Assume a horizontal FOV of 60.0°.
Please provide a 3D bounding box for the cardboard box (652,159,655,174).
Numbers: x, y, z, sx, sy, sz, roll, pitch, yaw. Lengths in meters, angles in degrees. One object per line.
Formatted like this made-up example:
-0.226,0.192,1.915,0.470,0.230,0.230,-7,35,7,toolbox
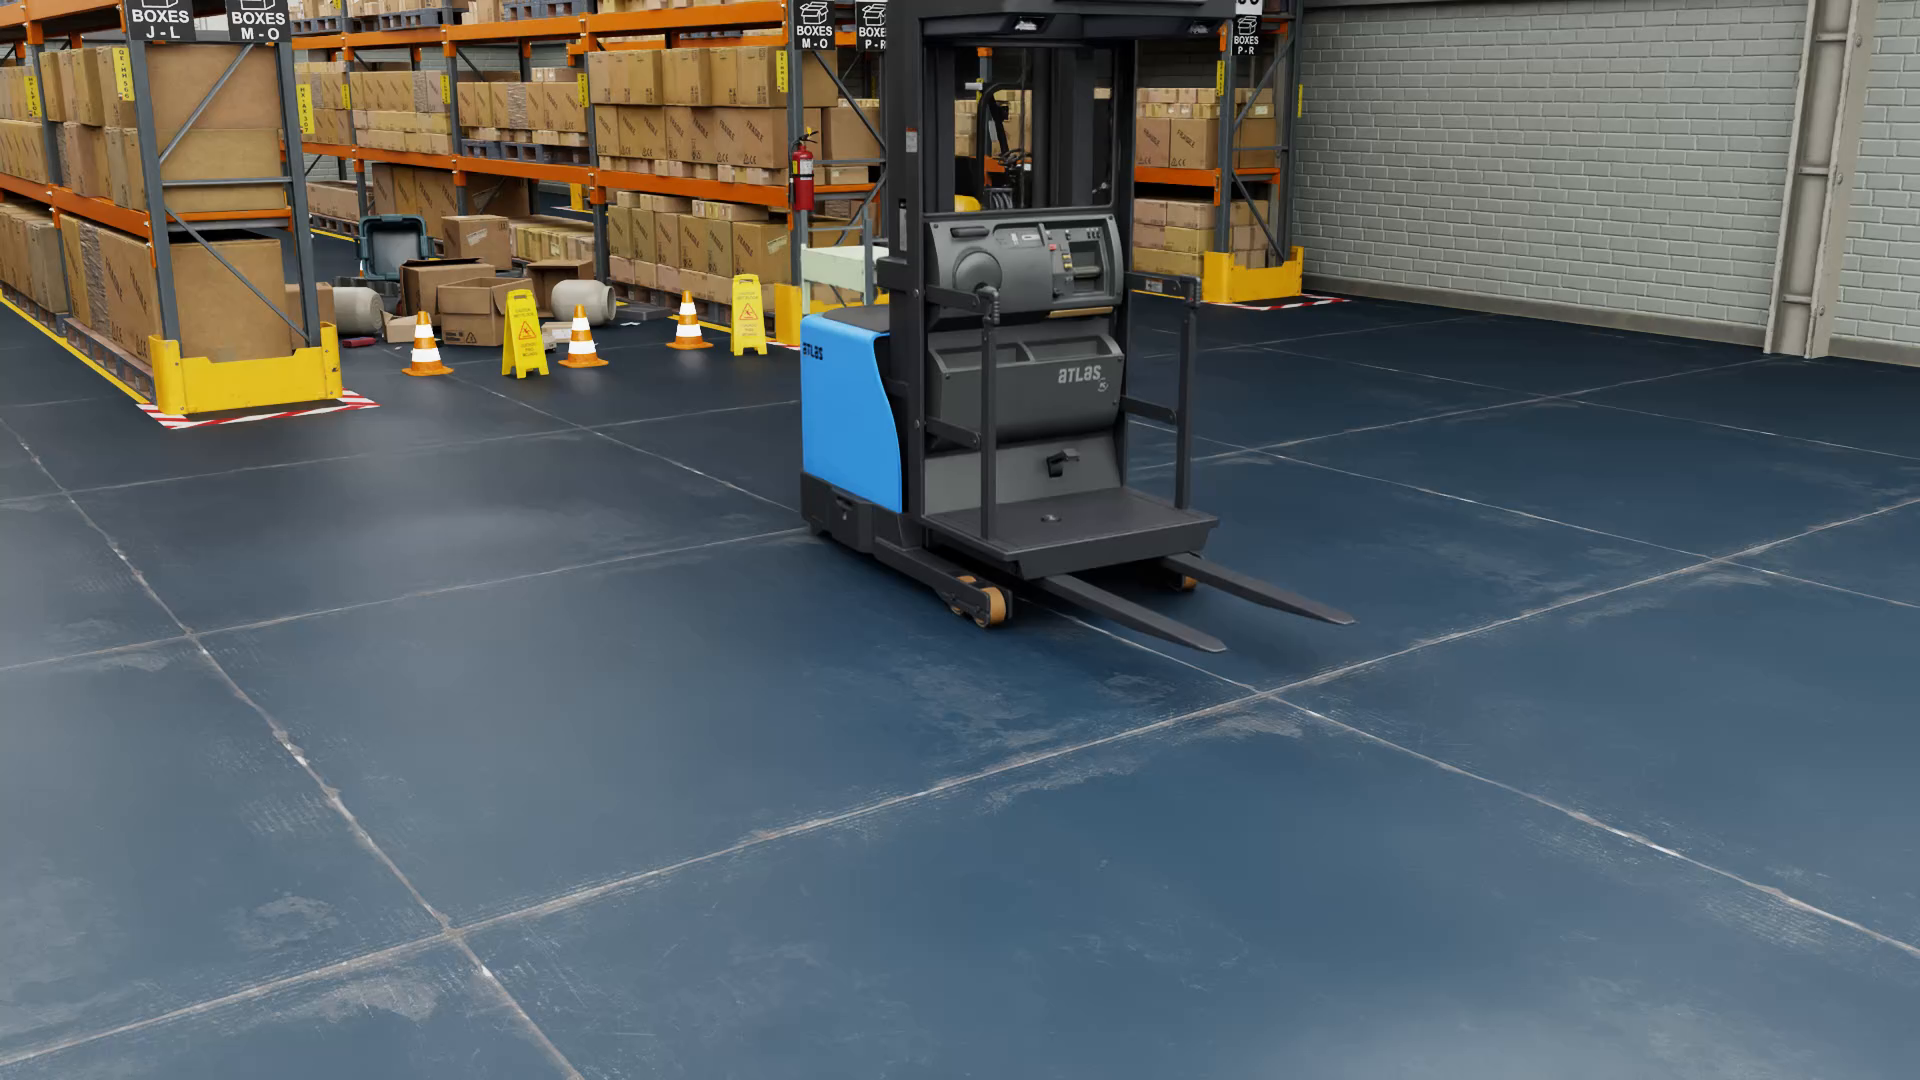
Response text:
-2.746,-3.605,16.042,0.380,0.149,0.250,-11,19,-35,cardboard box

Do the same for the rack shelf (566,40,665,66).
-5.210,-8.058,27.516,1.077,0.370,4.000,-11,19,-35,rack shelf

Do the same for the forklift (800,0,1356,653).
0.401,-1.196,6.895,1.130,2.935,3.031,-9,18,-30,forklift

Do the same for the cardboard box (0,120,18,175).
-8.996,-3.810,16.126,0.500,0.500,0.500,-11,19,-35,cardboard box

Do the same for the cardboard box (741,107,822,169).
-1.533,-3.462,14.291,0.500,0.500,0.500,-11,19,-36,cardboard box

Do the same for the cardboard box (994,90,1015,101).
0.617,-5.213,19.460,0.380,0.149,0.250,-10,18,-33,cardboard box

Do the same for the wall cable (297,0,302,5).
-13.361,-10.795,30.470,2.355,3.000,0.029,-11,19,-35,wall cable

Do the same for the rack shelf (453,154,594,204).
-4.519,-4.132,18.852,1.077,0.370,4.000,-11,19,-35,rack shelf

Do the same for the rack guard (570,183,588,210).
-6.341,-6.163,29.648,1.175,0.500,0.348,-11,19,-35,rack guard

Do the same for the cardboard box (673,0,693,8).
-2.366,-4.877,15.006,0.380,0.149,0.250,-11,19,-35,cardboard box

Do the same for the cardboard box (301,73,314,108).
-9.434,-6.673,24.693,0.500,0.500,0.500,-11,19,-34,cardboard box

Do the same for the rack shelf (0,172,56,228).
-8.463,-3.342,15.966,1.077,0.370,4.000,-11,19,-35,rack shelf

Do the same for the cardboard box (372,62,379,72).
-8.186,-6.763,23.792,0.380,0.149,0.250,-11,19,-34,cardboard box

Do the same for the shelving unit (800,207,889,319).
-0.478,-0.952,8.715,0.431,1.500,0.755,-9,18,-30,shelving unit

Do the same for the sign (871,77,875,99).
-1.235,-6.322,23.300,0.100,0.325,0.005,-11,19,-35,sign

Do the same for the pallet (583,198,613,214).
-5.871,-5.854,29.064,1.003,0.211,1.213,-11,19,-35,pallet

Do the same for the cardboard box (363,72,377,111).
-7.699,-6.047,22.406,0.500,0.500,0.500,-11,19,-35,cardboard box

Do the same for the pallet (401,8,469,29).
-6.116,-6.391,20.419,1.213,0.211,1.003,-10,18,-32,pallet

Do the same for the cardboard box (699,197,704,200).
-3.931,-5.390,26.026,0.500,0.500,0.500,-10,18,-32,cardboard box

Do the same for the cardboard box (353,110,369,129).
-8.016,-5.791,22.889,0.500,0.250,0.500,-12,19,-36,cardboard box

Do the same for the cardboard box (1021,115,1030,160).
1.039,-4.627,19.110,0.500,0.500,0.500,-10,18,-34,cardboard box

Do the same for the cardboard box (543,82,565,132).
-4.093,-4.614,17.705,0.500,0.500,0.500,-11,19,-34,cardboard box

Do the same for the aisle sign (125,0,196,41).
-5.136,-3.600,10.622,0.394,0.787,0.004,-11,19,-35,aisle sign

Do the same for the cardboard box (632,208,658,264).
-2.890,-3.009,16.381,0.500,0.500,0.500,-10,18,-32,cardboard box

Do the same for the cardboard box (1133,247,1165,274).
2.205,-3.004,17.782,0.500,0.250,0.500,-11,19,-35,cardboard box

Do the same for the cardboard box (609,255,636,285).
-3.214,-2.760,16.891,0.500,0.250,0.500,-12,19,-37,cardboard box

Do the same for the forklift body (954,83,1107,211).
0.431,-3.681,17.451,2.313,2.155,1.214,-11,19,-35,forklift body

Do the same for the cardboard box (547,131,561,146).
-4.190,-4.308,17.816,0.380,0.149,0.250,-11,19,-35,cardboard box

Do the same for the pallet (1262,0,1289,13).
2.627,-5.528,17.076,1.003,0.211,1.213,-11,19,-35,pallet

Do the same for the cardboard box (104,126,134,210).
-5.531,-2.666,11.851,0.875,0.550,0.550,-11,19,-35,cardboard box

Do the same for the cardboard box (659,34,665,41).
-4.484,-7.888,26.006,0.380,0.149,0.250,-11,19,-35,cardboard box

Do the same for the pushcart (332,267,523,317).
-5.158,-2.422,16.211,0.936,0.377,1.648,10,18,33,pushcart

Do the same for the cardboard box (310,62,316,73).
-9.342,-6.952,24.484,0.380,0.149,0.250,-11,19,-35,cardboard box

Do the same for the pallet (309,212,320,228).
-9.865,-5.110,26.348,1.003,0.211,1.213,-11,19,-35,pallet

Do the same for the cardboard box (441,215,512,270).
-4.765,-2.928,16.394,0.500,0.500,0.500,-11,19,-35,cardboard box

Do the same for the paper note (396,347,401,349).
-4.708,-1.610,13.940,0.032,0.001,0.123,-2,15,-6,paper note

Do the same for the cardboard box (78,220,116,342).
-6.441,-2.102,13.304,0.875,0.875,0.875,-11,19,-34,cardboard box

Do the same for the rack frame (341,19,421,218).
-8.047,-5.760,23.438,1.000,3.000,0.127,-11,19,-35,rack frame

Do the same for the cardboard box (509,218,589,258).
-4.930,-3.562,19.592,0.950,0.372,0.625,-11,19,-36,cardboard box

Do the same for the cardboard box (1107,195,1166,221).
1.889,-3.591,18.035,0.500,0.250,0.500,-11,19,-34,cardboard box

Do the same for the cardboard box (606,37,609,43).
-5.655,-8.330,27.623,0.380,0.149,0.250,-11,19,-35,cardboard box

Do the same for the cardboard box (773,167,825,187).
-1.384,-3.123,14.280,0.380,0.149,0.250,-10,18,-33,cardboard box

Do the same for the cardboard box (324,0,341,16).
-8.681,-7.479,23.308,0.396,0.266,0.258,-10,18,-33,cardboard box

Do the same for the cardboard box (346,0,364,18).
-8.035,-7.183,22.416,0.396,0.266,0.258,-11,19,-35,cardboard box

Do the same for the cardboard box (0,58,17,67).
-12.059,-5.778,20.858,0.500,0.500,0.500,-10,18,-33,cardboard box

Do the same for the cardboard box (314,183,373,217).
-9.385,-5.261,25.675,0.875,0.438,0.875,-10,18,-33,cardboard box

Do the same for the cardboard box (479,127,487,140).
-5.391,-4.758,19.457,0.380,0.149,0.250,-12,20,-38,cardboard box

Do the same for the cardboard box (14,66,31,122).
-8.481,-4.223,15.739,0.700,0.500,0.500,-11,19,-35,cardboard box

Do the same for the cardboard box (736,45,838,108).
-1.468,-3.947,14.166,0.700,0.500,0.500,-11,19,-36,cardboard box

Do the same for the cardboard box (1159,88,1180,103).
2.295,-4.616,17.280,0.380,0.149,0.250,-10,18,-33,cardboard box

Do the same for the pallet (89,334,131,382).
-6.182,-1.481,13.089,1.003,0.211,1.213,-11,19,-35,pallet

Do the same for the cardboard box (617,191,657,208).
-3.189,-3.399,16.575,0.380,0.149,0.250,-11,19,-34,cardboard box

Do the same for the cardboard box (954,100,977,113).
0.123,-5.275,20.248,0.380,0.149,0.250,-11,19,-35,cardboard box
